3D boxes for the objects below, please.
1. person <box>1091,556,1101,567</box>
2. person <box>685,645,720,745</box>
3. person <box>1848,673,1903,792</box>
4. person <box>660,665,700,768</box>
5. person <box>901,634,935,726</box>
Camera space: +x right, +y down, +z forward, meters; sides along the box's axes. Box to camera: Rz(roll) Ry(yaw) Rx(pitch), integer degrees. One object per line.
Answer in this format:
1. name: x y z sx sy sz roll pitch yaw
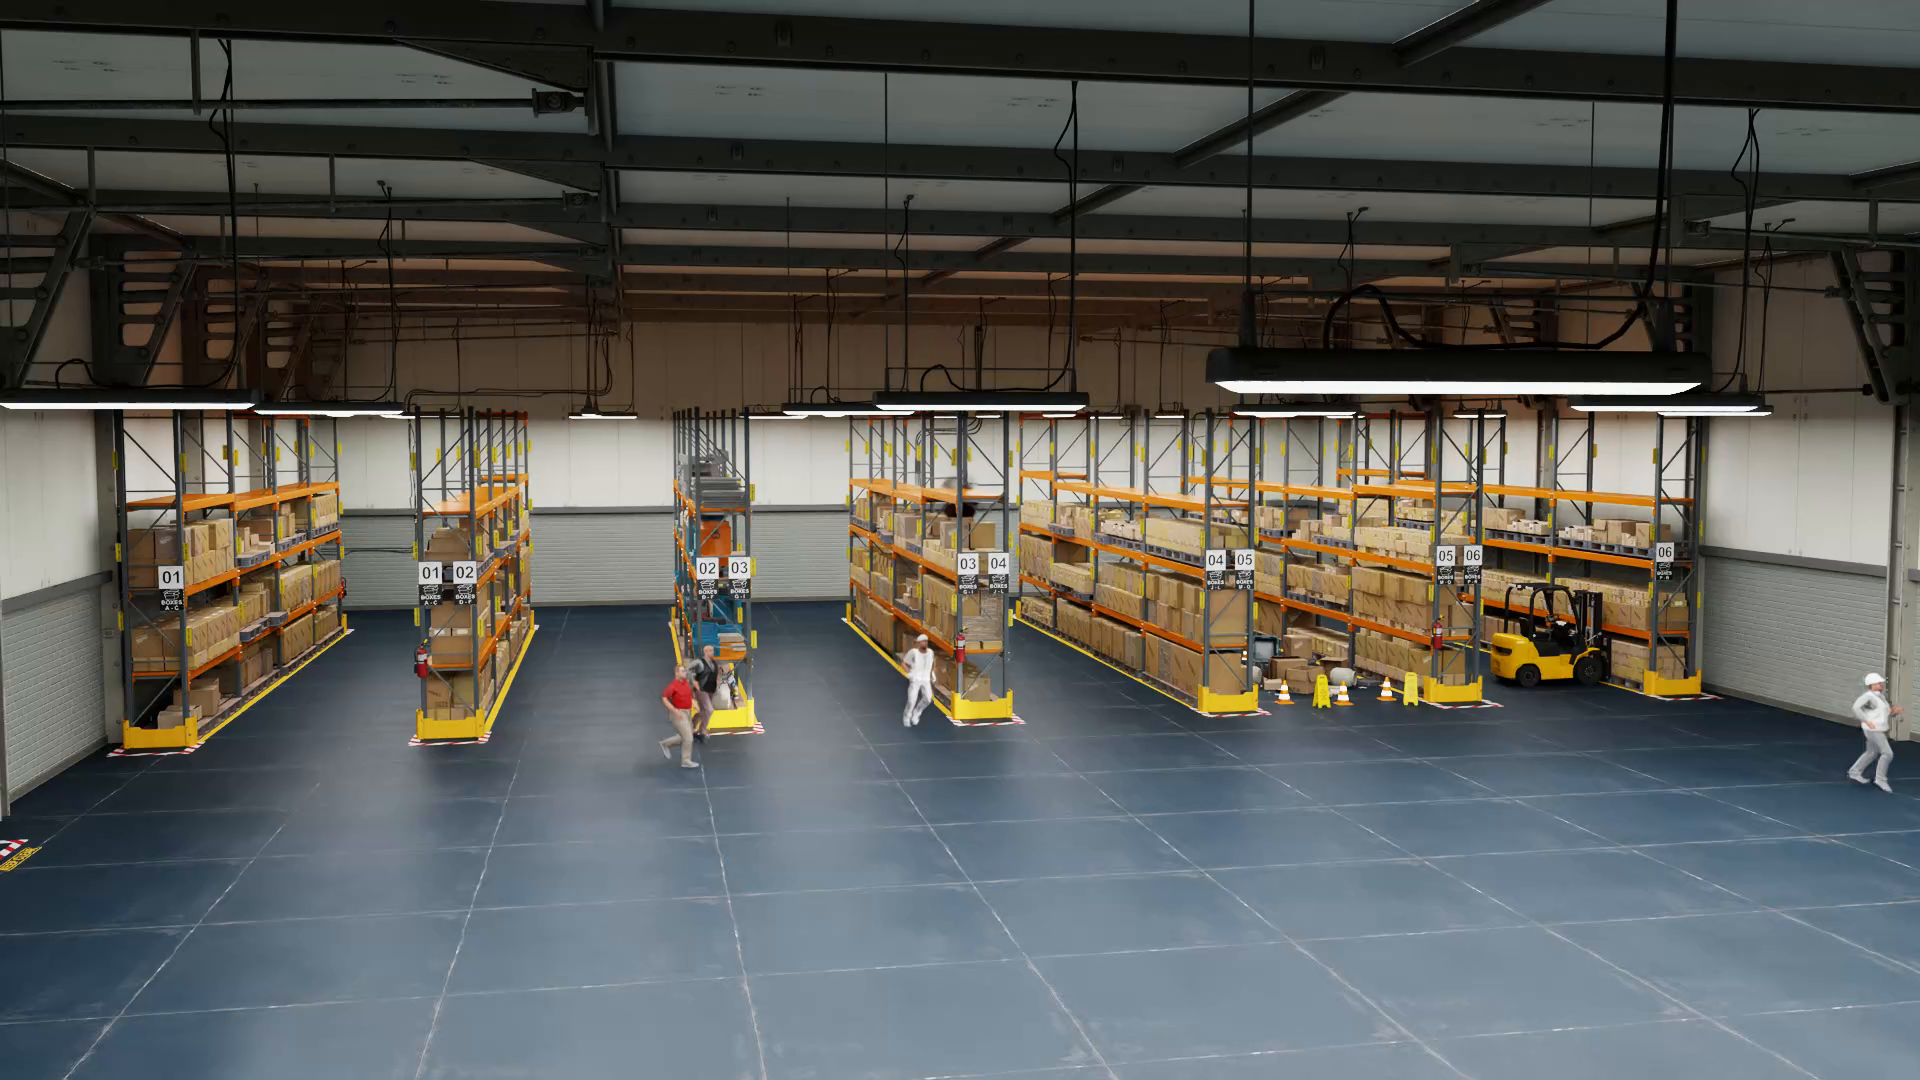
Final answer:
1. person: 3.967 1.382 48.768 0.671 1.821 0.799 -1 4 -17
2. person: -4.610 2.771 29.880 0.727 1.764 0.688 3 5 32
3. person: 14.275 2.995 25.938 0.731 1.831 0.639 3 5 40
4. person: -4.676 2.911 27.580 0.792 1.681 0.699 1 4 20
5. person: -0.726 2.635 31.260 0.745 1.722 0.556 -2 4 -25
